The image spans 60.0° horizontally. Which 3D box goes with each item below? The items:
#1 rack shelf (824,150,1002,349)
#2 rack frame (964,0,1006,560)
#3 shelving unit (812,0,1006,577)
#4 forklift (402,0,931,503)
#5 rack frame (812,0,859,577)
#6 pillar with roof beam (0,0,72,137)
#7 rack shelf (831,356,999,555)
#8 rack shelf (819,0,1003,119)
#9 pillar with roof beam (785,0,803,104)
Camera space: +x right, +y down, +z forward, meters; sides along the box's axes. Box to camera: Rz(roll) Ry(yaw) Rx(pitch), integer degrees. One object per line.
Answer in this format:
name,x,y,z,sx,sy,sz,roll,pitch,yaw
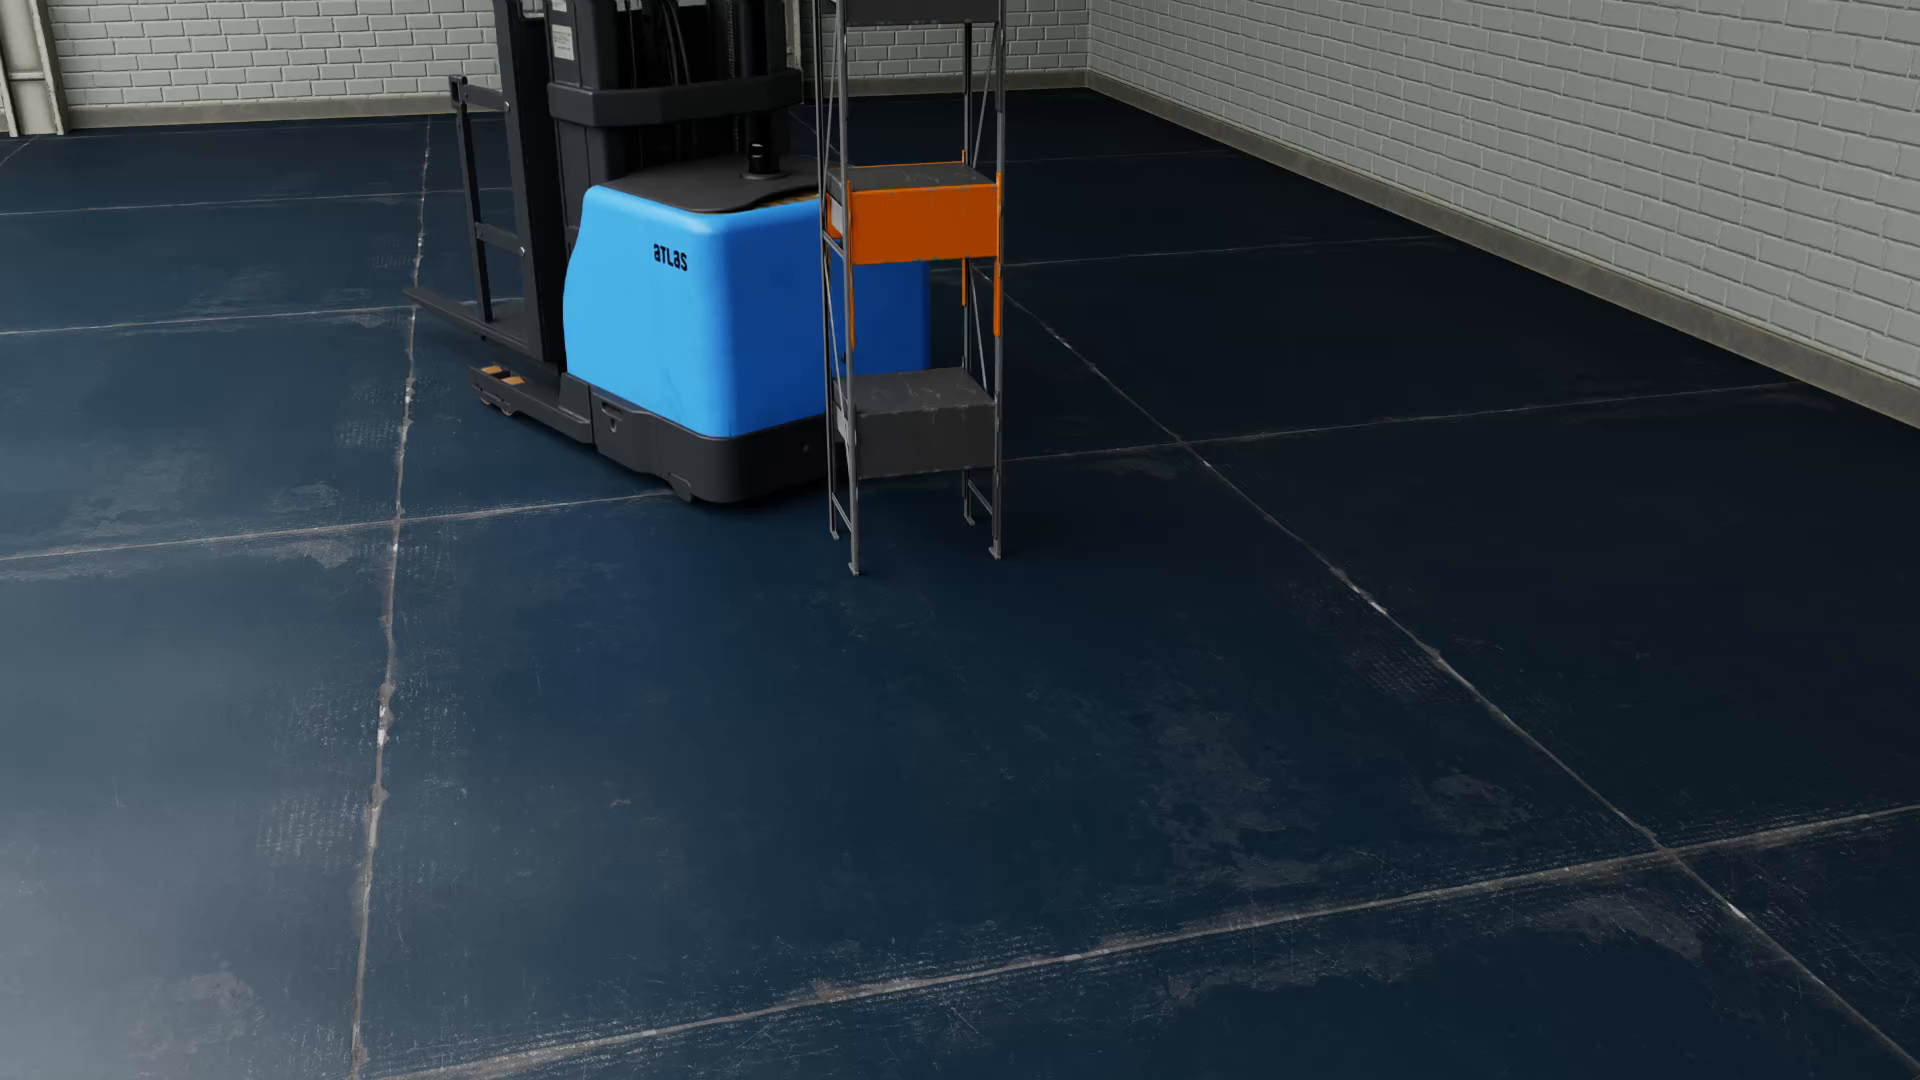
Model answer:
rack shelf,-0.159,-0.935,5.300,0.480,0.518,0.431,-6,24,-14
rack frame,0.076,-0.973,5.355,0.015,2.100,0.400,-6,24,-14
shelving unit,-0.159,-0.947,5.295,0.503,2.100,0.431,-6,24,-14
forklift,-1.438,-1.980,6.648,1.130,2.935,3.031,-19,30,-37
rack frame,-0.394,-0.921,5.234,0.015,2.100,0.400,-6,24,-14
pillar with roof beam,-6.243,-5.788,7.827,0.400,9.000,9.100,-6,24,-14
rack shelf,-0.159,-0.291,5.576,0.480,0.518,0.431,-6,24,-14
rack shelf,-0.159,-1.578,5.024,0.480,0.518,0.431,-6,24,-14
pillar with roof beam,-0.466,-6.427,9.316,0.400,9.000,9.100,-6,24,-14
